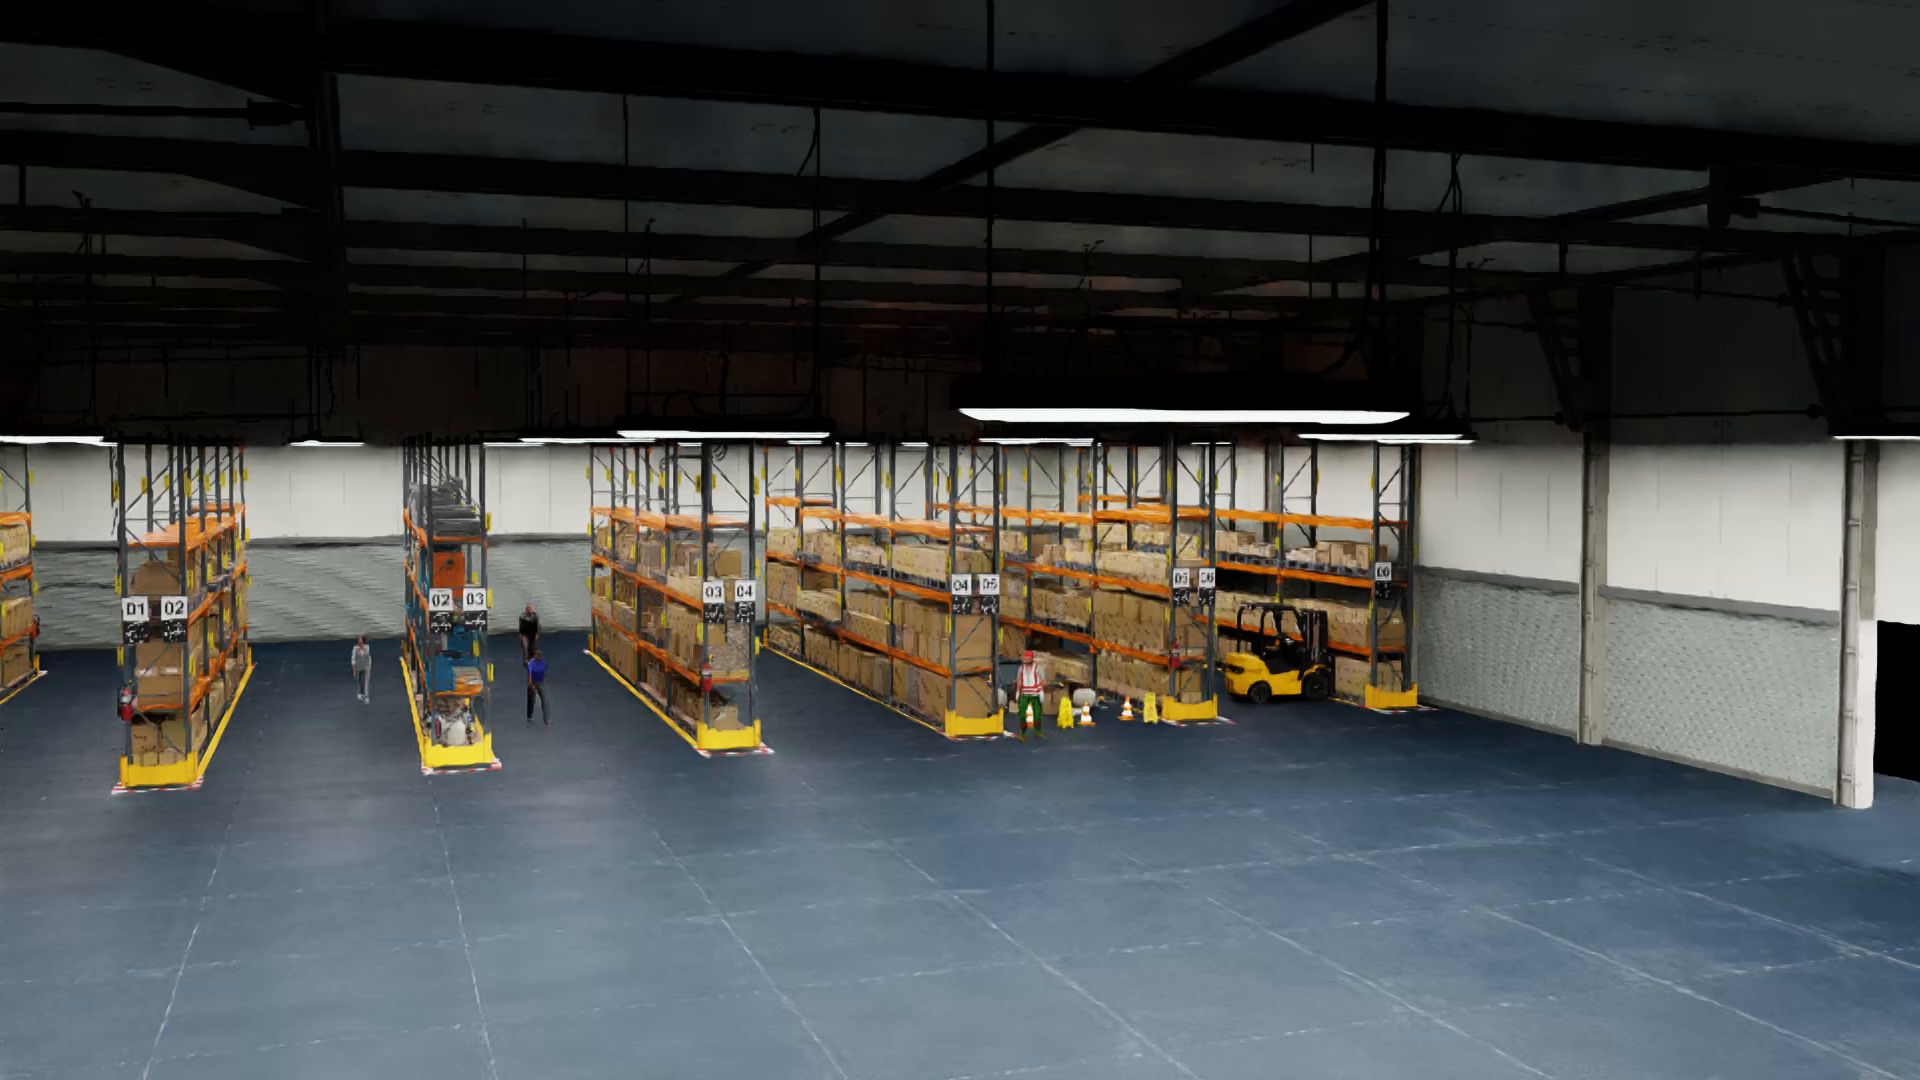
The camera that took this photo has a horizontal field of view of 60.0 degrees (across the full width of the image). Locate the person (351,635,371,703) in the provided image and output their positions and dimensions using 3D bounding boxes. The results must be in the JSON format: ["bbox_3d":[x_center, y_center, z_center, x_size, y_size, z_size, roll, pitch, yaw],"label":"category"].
[{"bbox_3d":[-13.463,2.877,37.396,0.417,1.517,1.036,-1,3,-17],"label":"person"}]

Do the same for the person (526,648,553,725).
[{"bbox_3d":[-8.727,3.010,34.310,0.443,1.587,0.996,-2,4,-28],"label":"person"}]

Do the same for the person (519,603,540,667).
[{"bbox_3d":[-11.280,2.470,43.614,0.544,1.641,1.106,-1,3,-22],"label":"person"}]

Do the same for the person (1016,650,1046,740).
[{"bbox_3d":[1.384,3.034,32.692,0.624,1.762,0.667,1,3,14],"label":"person"}]
